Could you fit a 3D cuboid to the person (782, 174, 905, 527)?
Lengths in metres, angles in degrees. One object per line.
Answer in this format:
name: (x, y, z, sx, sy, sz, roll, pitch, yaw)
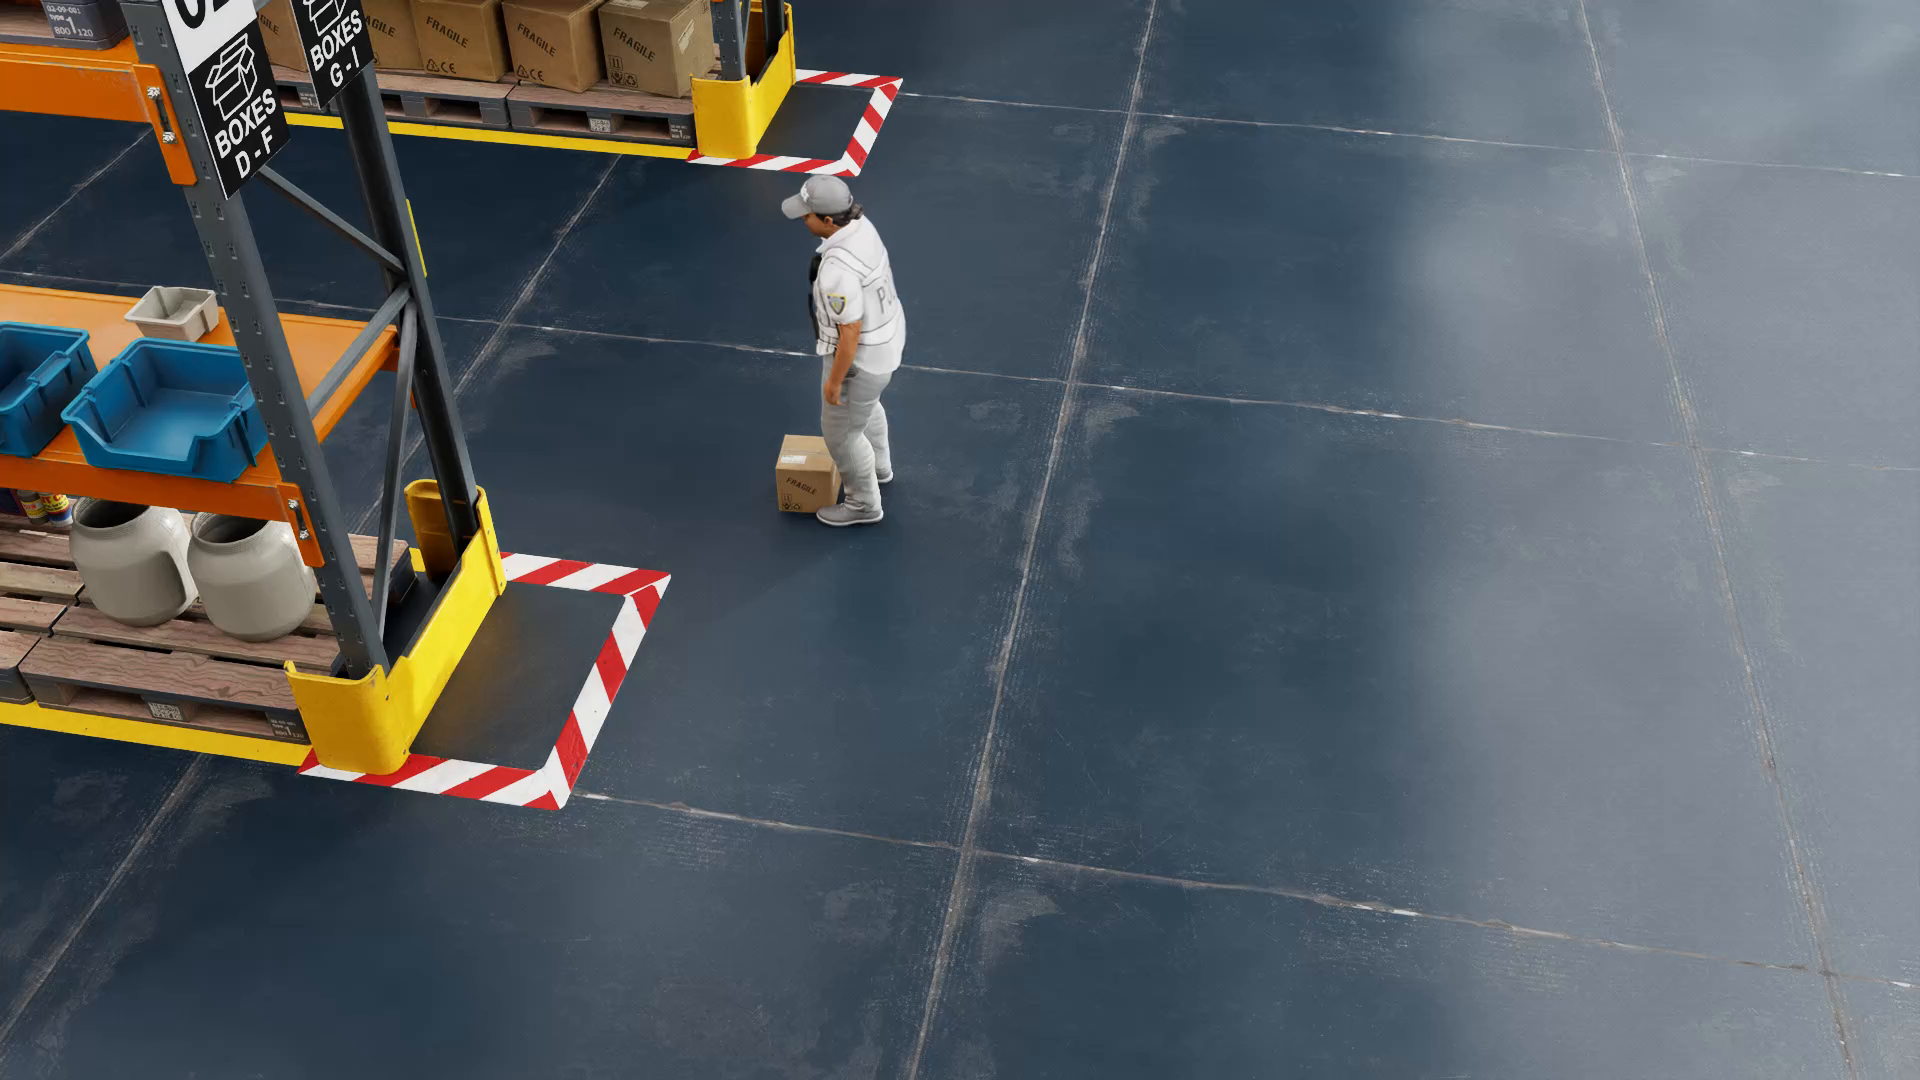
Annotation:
person: (-0.474, -0.811, 7.093, 0.467, 1.667, 0.559, 5, 41, 6)
